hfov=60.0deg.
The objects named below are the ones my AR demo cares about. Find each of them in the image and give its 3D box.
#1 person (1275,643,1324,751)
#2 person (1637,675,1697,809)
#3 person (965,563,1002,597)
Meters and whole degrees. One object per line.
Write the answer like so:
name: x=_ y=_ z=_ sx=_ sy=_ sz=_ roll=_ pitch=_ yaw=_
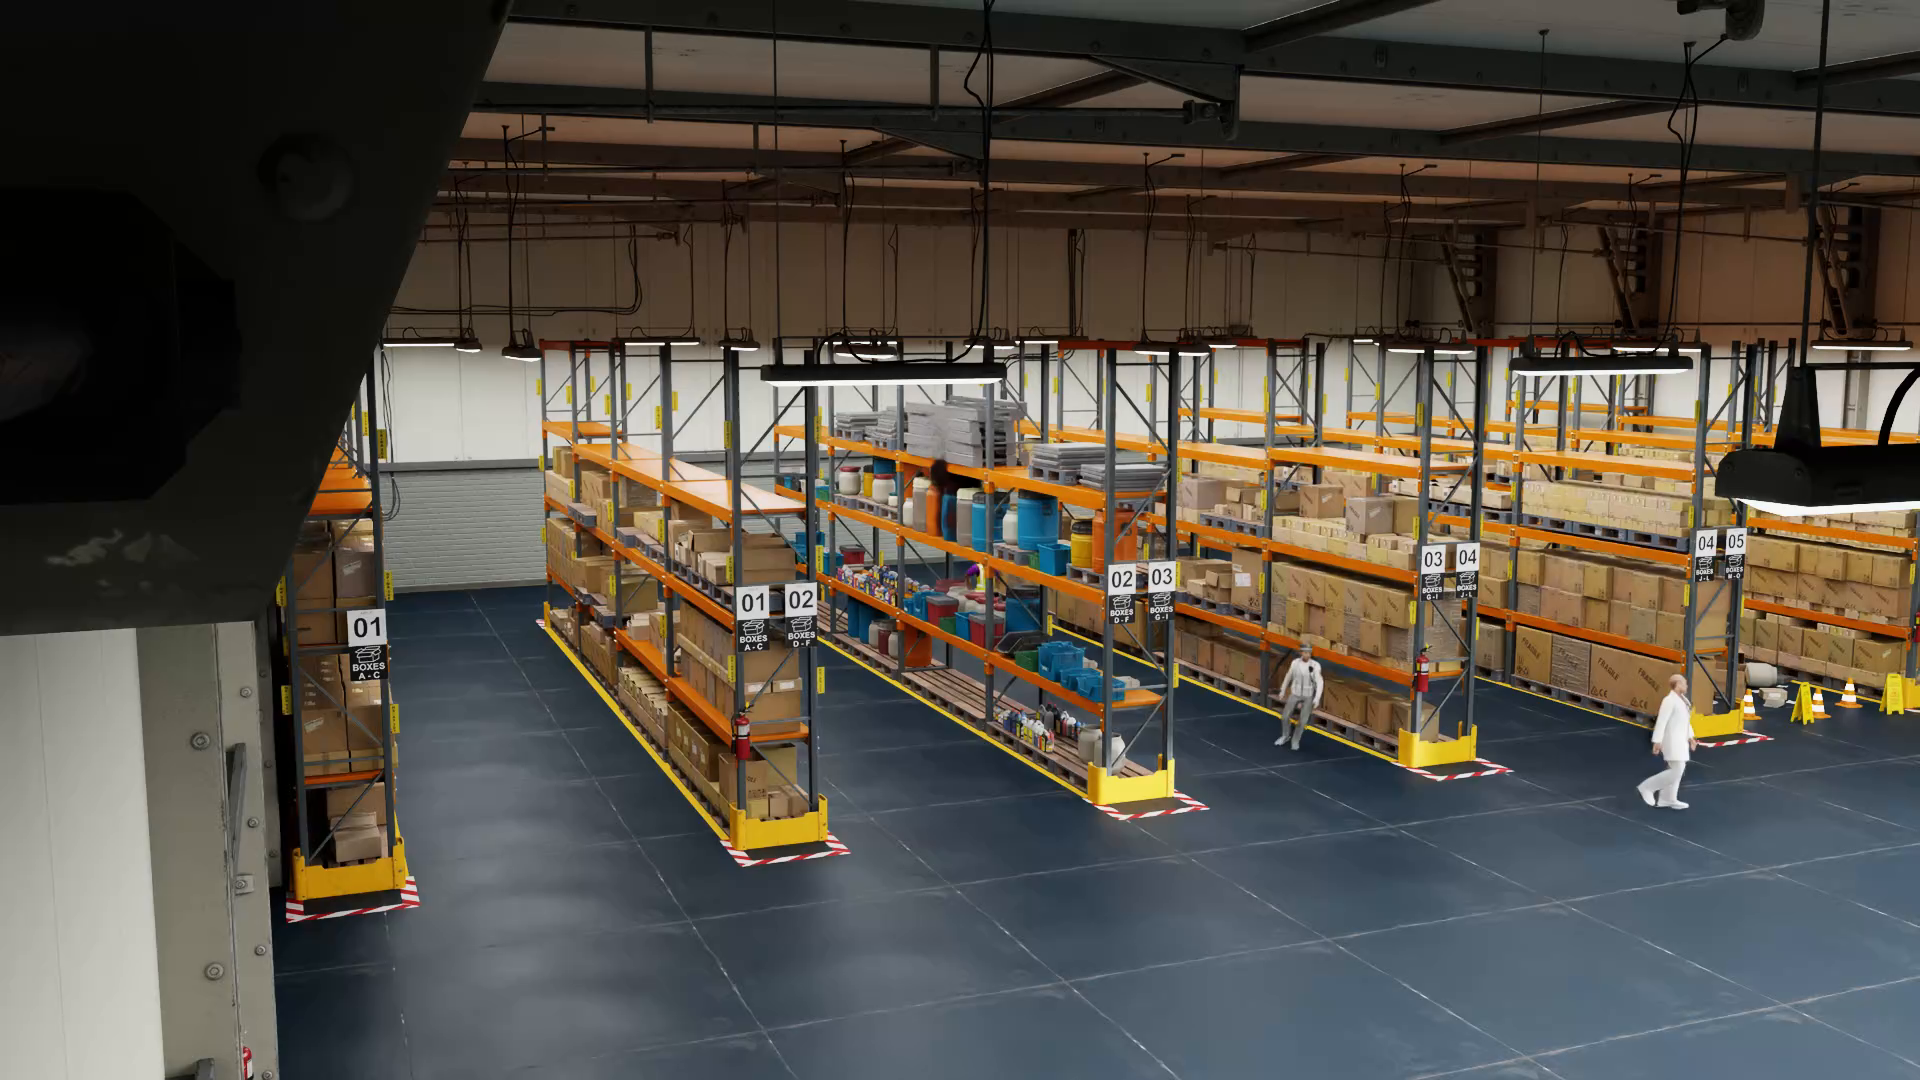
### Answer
person: x=5.050 y=2.334 z=24.747 sx=0.708 sy=1.677 sz=0.440 roll=3 pitch=8 yaw=19
person: x=9.239 y=2.632 z=21.705 sx=0.634 sy=1.772 sz=0.698 roll=5 pitch=9 yaw=34
person: x=0.541 y=1.089 z=33.641 sx=0.665 sy=1.788 sz=0.721 roll=-4 pitch=9 yaw=-29
